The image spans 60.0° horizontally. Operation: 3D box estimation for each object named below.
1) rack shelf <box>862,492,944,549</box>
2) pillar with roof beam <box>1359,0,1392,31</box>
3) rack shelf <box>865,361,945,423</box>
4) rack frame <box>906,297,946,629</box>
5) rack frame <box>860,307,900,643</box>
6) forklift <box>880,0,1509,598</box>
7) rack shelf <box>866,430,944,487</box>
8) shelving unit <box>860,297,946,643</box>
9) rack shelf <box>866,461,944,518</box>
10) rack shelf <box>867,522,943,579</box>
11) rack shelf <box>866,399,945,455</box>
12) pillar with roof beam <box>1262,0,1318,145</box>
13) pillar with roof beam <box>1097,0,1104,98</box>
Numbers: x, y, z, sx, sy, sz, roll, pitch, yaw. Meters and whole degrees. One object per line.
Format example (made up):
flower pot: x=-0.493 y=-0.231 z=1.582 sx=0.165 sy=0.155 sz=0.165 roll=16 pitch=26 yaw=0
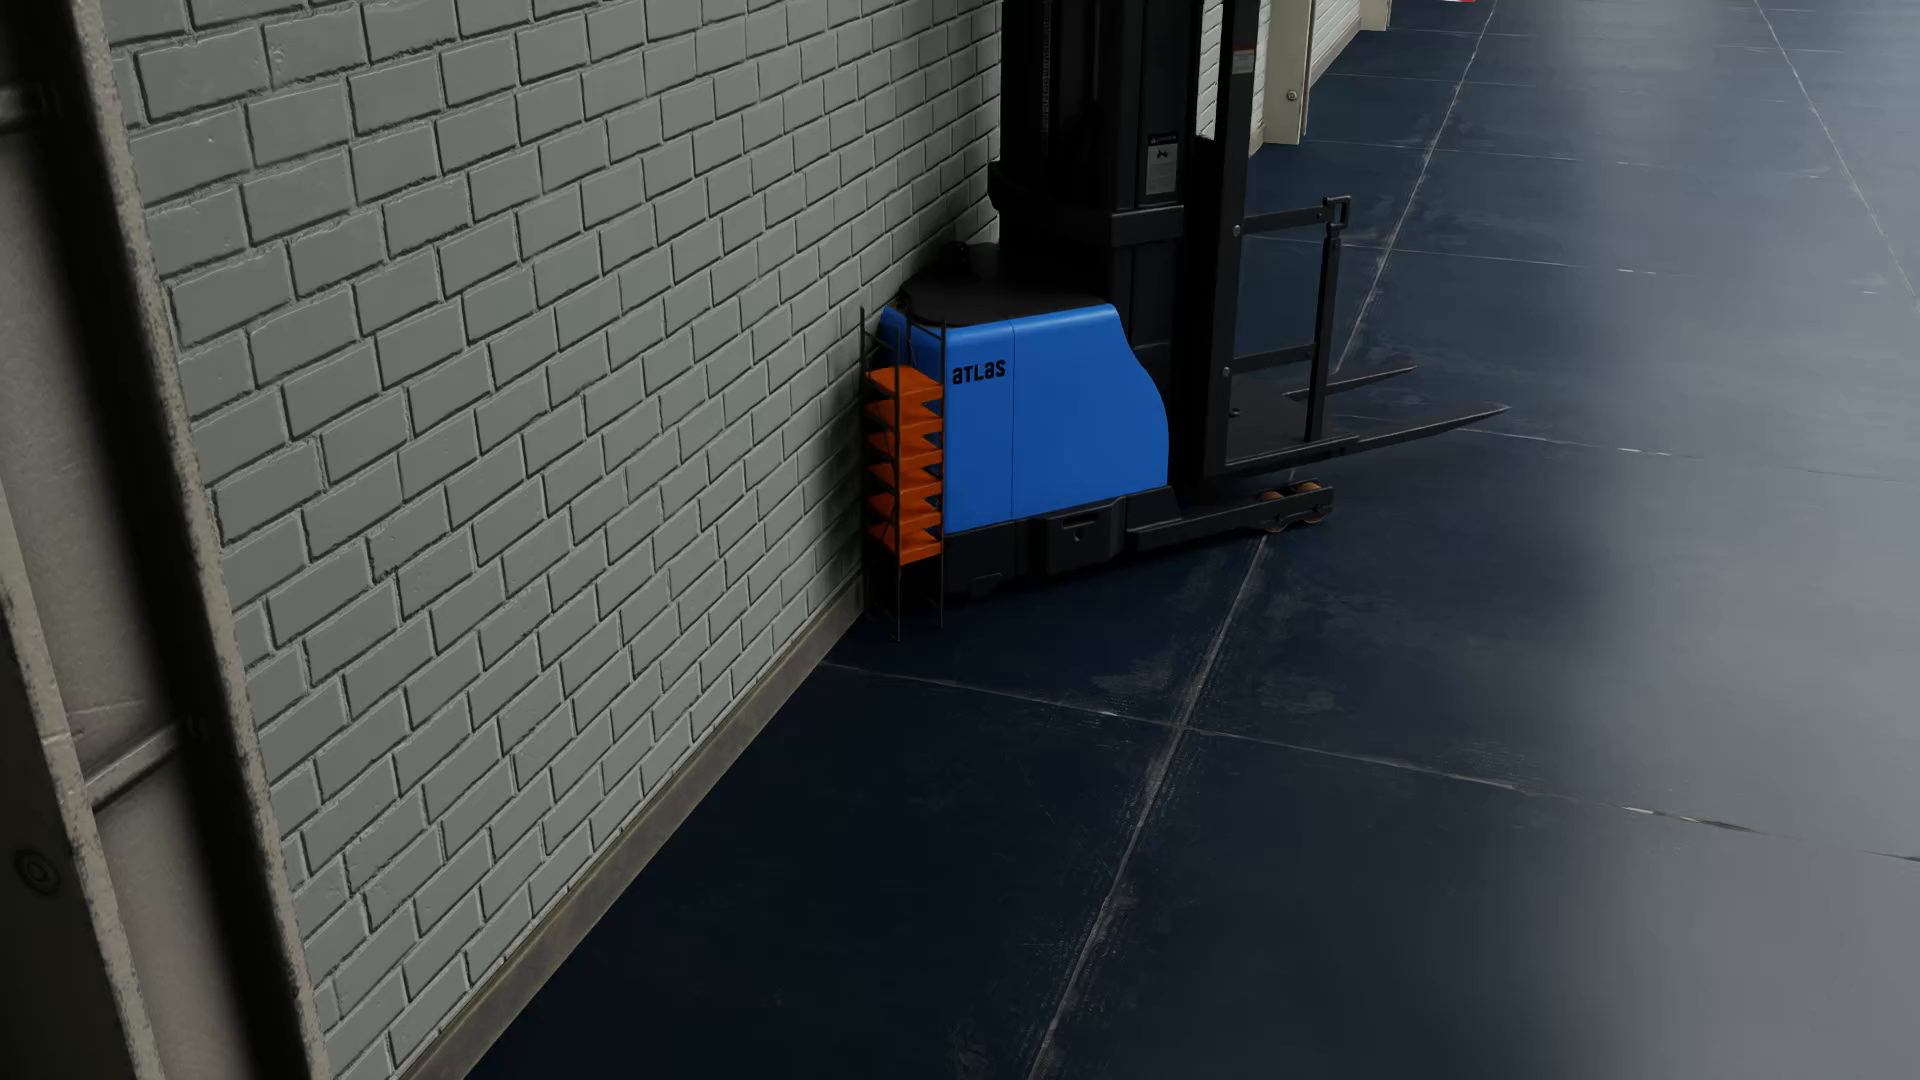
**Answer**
rack shelf: x=-0.204 y=-0.084 z=5.911 sx=0.180 sy=0.103 sz=0.258 roll=-17 pitch=33 yaw=-30
pillar with roof beam: x=8.669 y=-9.146 z=15.314 sx=9.100 sy=9.000 sz=0.400 roll=9 pitch=27 yaw=17
rack shelf: x=-0.196 y=-0.508 z=5.687 sx=0.180 sy=0.103 sz=0.258 roll=-17 pitch=33 yaw=-30
rack frame: x=-0.125 y=-0.252 z=5.880 sx=0.006 sy=1.200 sz=0.240 roll=-17 pitch=33 yaw=-30
rack frame: x=-0.277 y=-0.207 z=5.789 sx=0.006 sy=1.200 sz=0.240 roll=-17 pitch=33 yaw=-30
forklift: x=0.972 y=-1.539 z=6.565 sx=3.031 sy=2.935 sz=1.130 roll=-13 pitch=29 yaw=-25
rack shelf: x=-0.200 y=-0.296 z=5.799 sx=0.180 sy=0.103 sz=0.258 roll=-17 pitch=33 yaw=-30
shelving unit: x=-0.201 y=-0.230 z=5.834 sx=0.189 sy=1.200 sz=0.258 roll=-17 pitch=33 yaw=-30
rack shelf: x=-0.202 y=-0.190 z=5.855 sx=0.180 sy=0.103 sz=0.258 roll=-17 pitch=33 yaw=-30
rack shelf: x=-0.206 y=0.022 z=5.967 sx=0.180 sy=0.103 sz=0.258 roll=-17 pitch=33 yaw=-30
rack shelf: x=-0.198 y=-0.402 z=5.743 sx=0.180 sy=0.103 sz=0.258 roll=-17 pitch=33 yaw=-30
pillar with roof beam: x=6.673 y=-6.680 z=10.221 sx=9.100 sy=9.000 sz=0.400 roll=9 pitch=27 yaw=17
pillar with roof beam: x=4.676 y=-4.215 z=5.129 sx=9.100 sy=9.000 sz=0.400 roll=9 pitch=27 yaw=17
